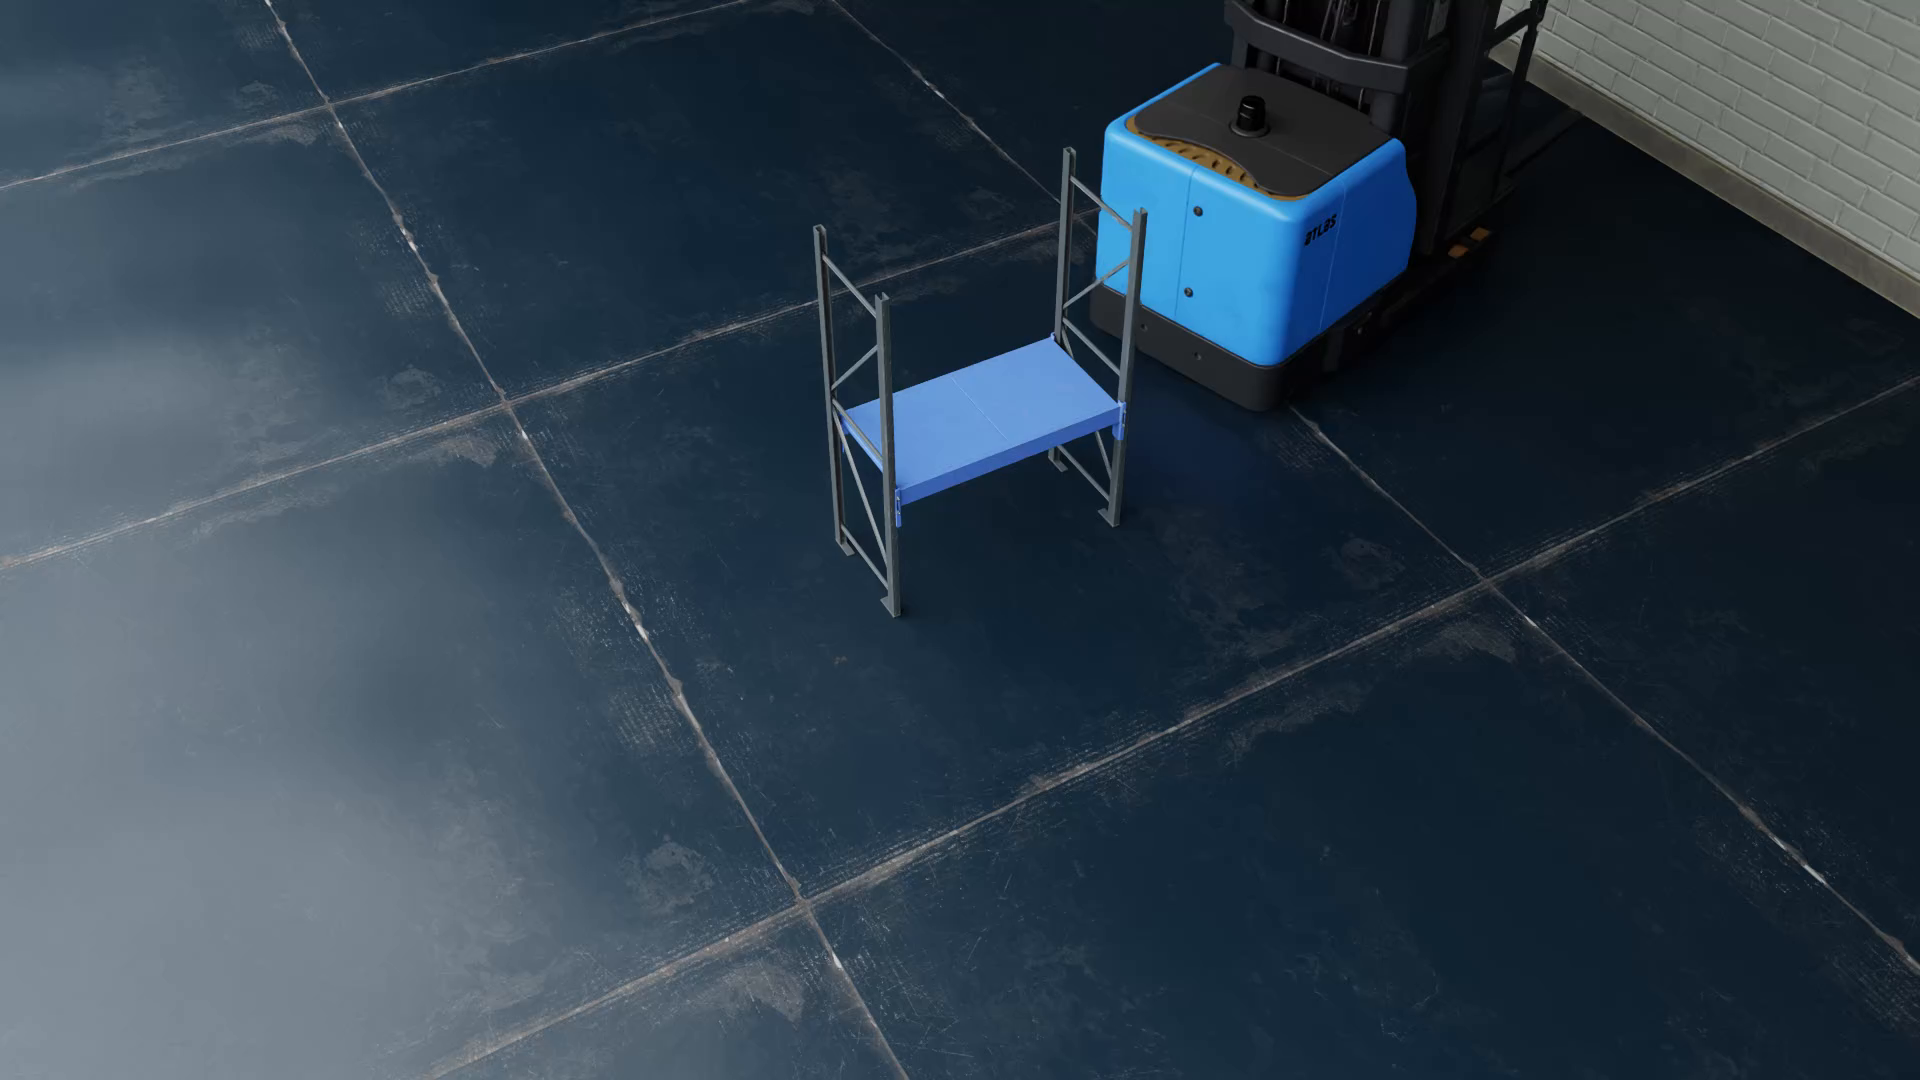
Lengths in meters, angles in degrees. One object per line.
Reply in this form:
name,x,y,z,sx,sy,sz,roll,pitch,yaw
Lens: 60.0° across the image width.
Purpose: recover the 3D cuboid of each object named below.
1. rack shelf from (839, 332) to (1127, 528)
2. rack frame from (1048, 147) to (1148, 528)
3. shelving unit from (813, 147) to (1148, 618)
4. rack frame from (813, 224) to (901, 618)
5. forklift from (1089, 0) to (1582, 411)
rack shelf,0.074,-0.439,6.383,1.000,0.185,0.538,-22,48,-21
rack frame,0.515,-0.744,6.440,0.032,1.500,0.500,-22,48,-21
shelving unit,0.074,-0.568,6.258,1.048,1.500,0.538,-22,48,-21
rack frame,-0.367,-0.391,6.076,0.032,1.500,0.500,-22,48,-21
forklift,1.982,-2.539,7.262,1.130,2.935,3.031,34,53,30
